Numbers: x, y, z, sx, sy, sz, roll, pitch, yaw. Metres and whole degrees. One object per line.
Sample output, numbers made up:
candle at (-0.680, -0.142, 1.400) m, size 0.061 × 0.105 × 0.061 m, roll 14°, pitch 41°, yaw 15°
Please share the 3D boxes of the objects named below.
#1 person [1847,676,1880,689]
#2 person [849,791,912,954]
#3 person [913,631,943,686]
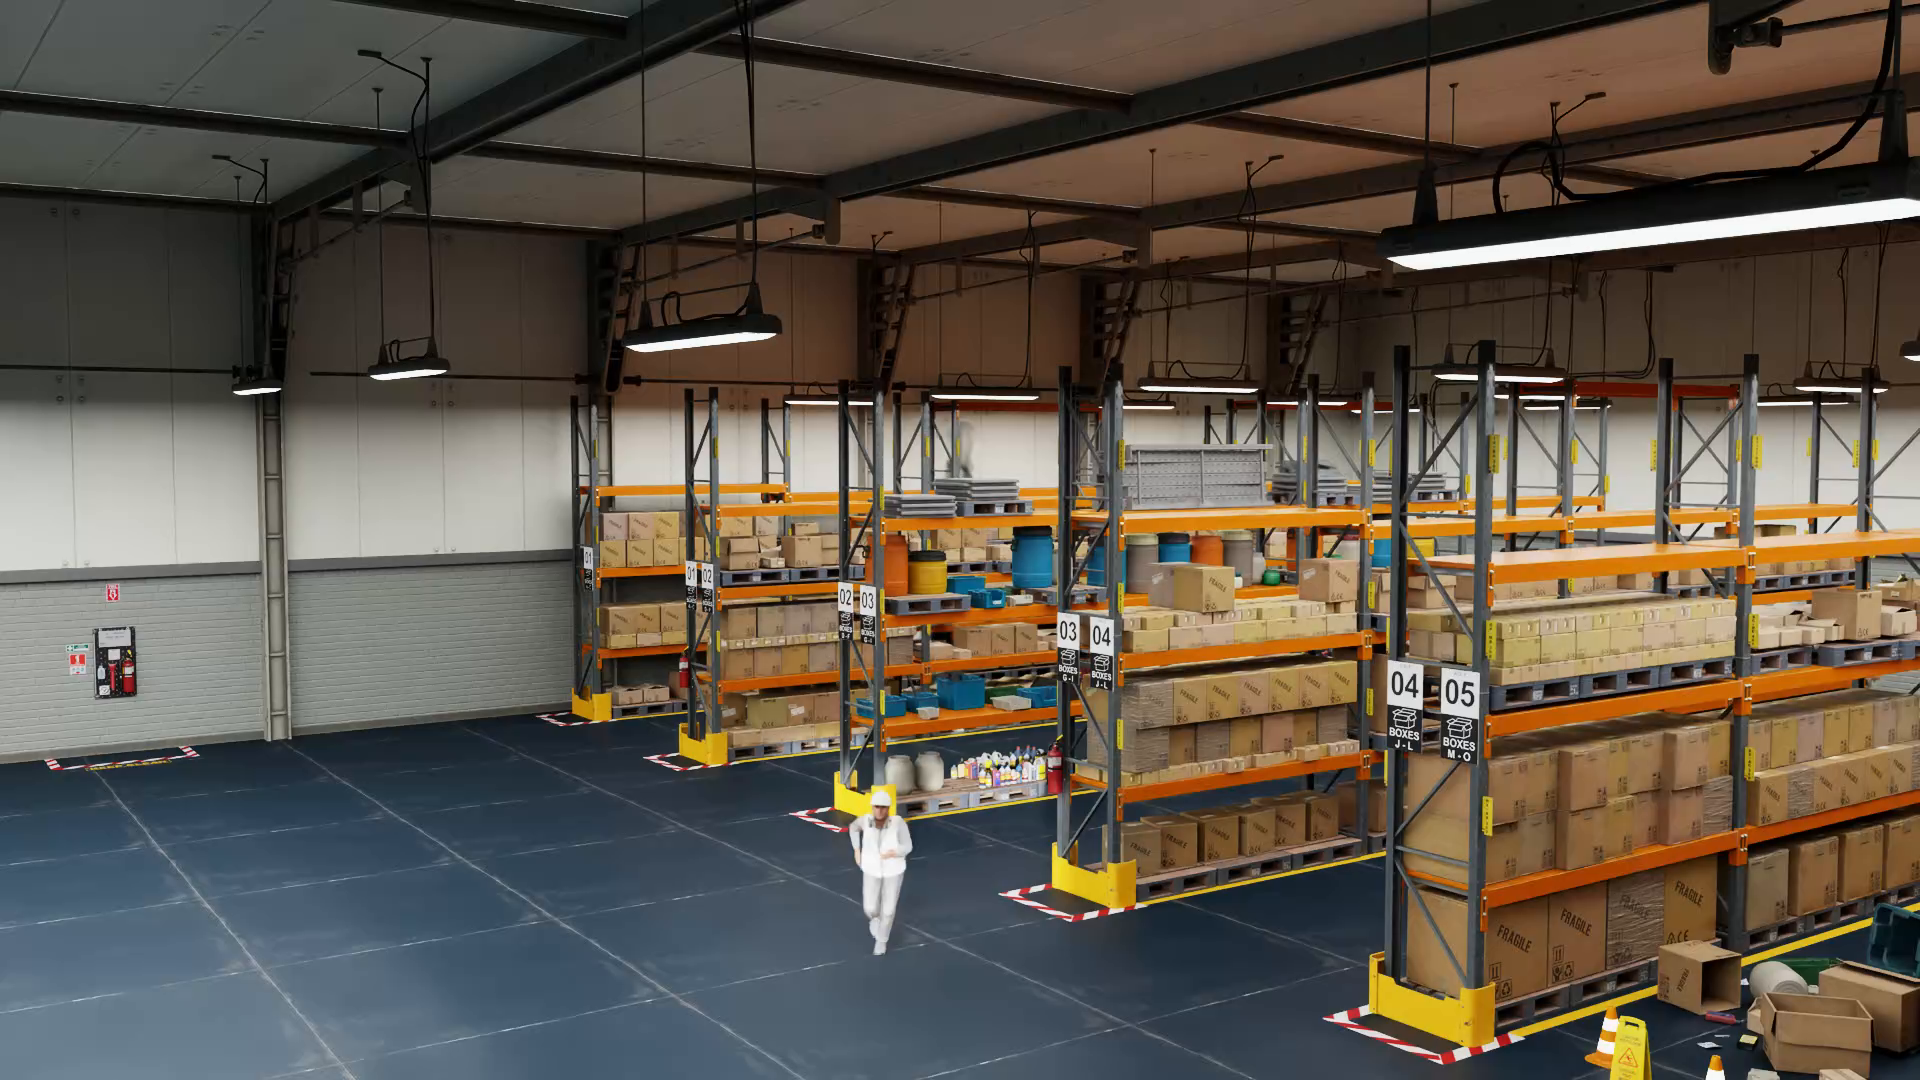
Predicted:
person at (15.454, 2.573, 28.621) m, size 0.663 × 1.762 × 0.689 m, roll -2°, pitch 4°, yaw -24°
person at (-0.797, 3.322, 16.589) m, size 0.645 × 1.697 × 0.728 m, roll 0°, pitch 3°, yaw 0°
person at (-0.474, 2.498, 31.368) m, size 1.075 × 1.611 × 0.711 m, roll -2°, pitch 4°, yaw -27°
